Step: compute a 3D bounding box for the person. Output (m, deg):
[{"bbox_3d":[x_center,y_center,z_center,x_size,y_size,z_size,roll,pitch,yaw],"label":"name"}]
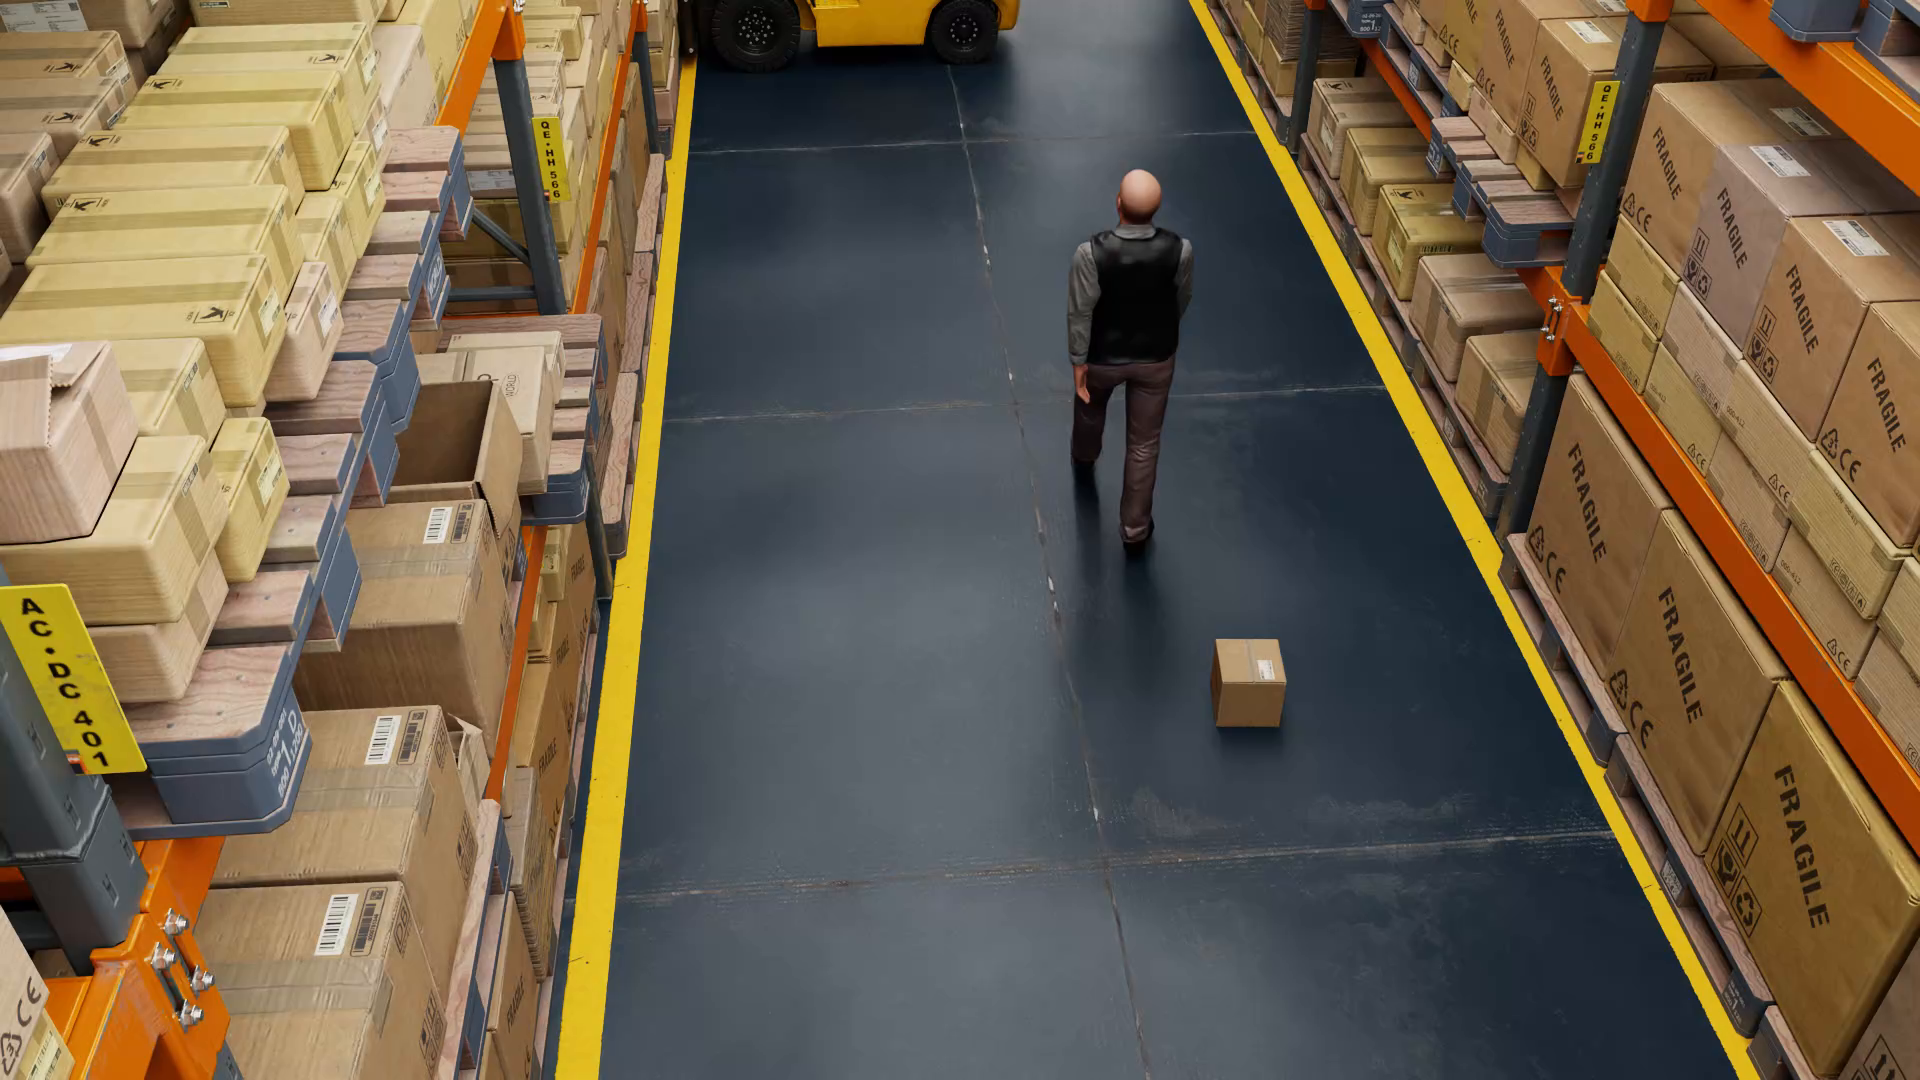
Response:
[{"bbox_3d":[0.720,-0.861,7.220,0.537,1.687,0.956,1,39,2],"label":"person"}]
